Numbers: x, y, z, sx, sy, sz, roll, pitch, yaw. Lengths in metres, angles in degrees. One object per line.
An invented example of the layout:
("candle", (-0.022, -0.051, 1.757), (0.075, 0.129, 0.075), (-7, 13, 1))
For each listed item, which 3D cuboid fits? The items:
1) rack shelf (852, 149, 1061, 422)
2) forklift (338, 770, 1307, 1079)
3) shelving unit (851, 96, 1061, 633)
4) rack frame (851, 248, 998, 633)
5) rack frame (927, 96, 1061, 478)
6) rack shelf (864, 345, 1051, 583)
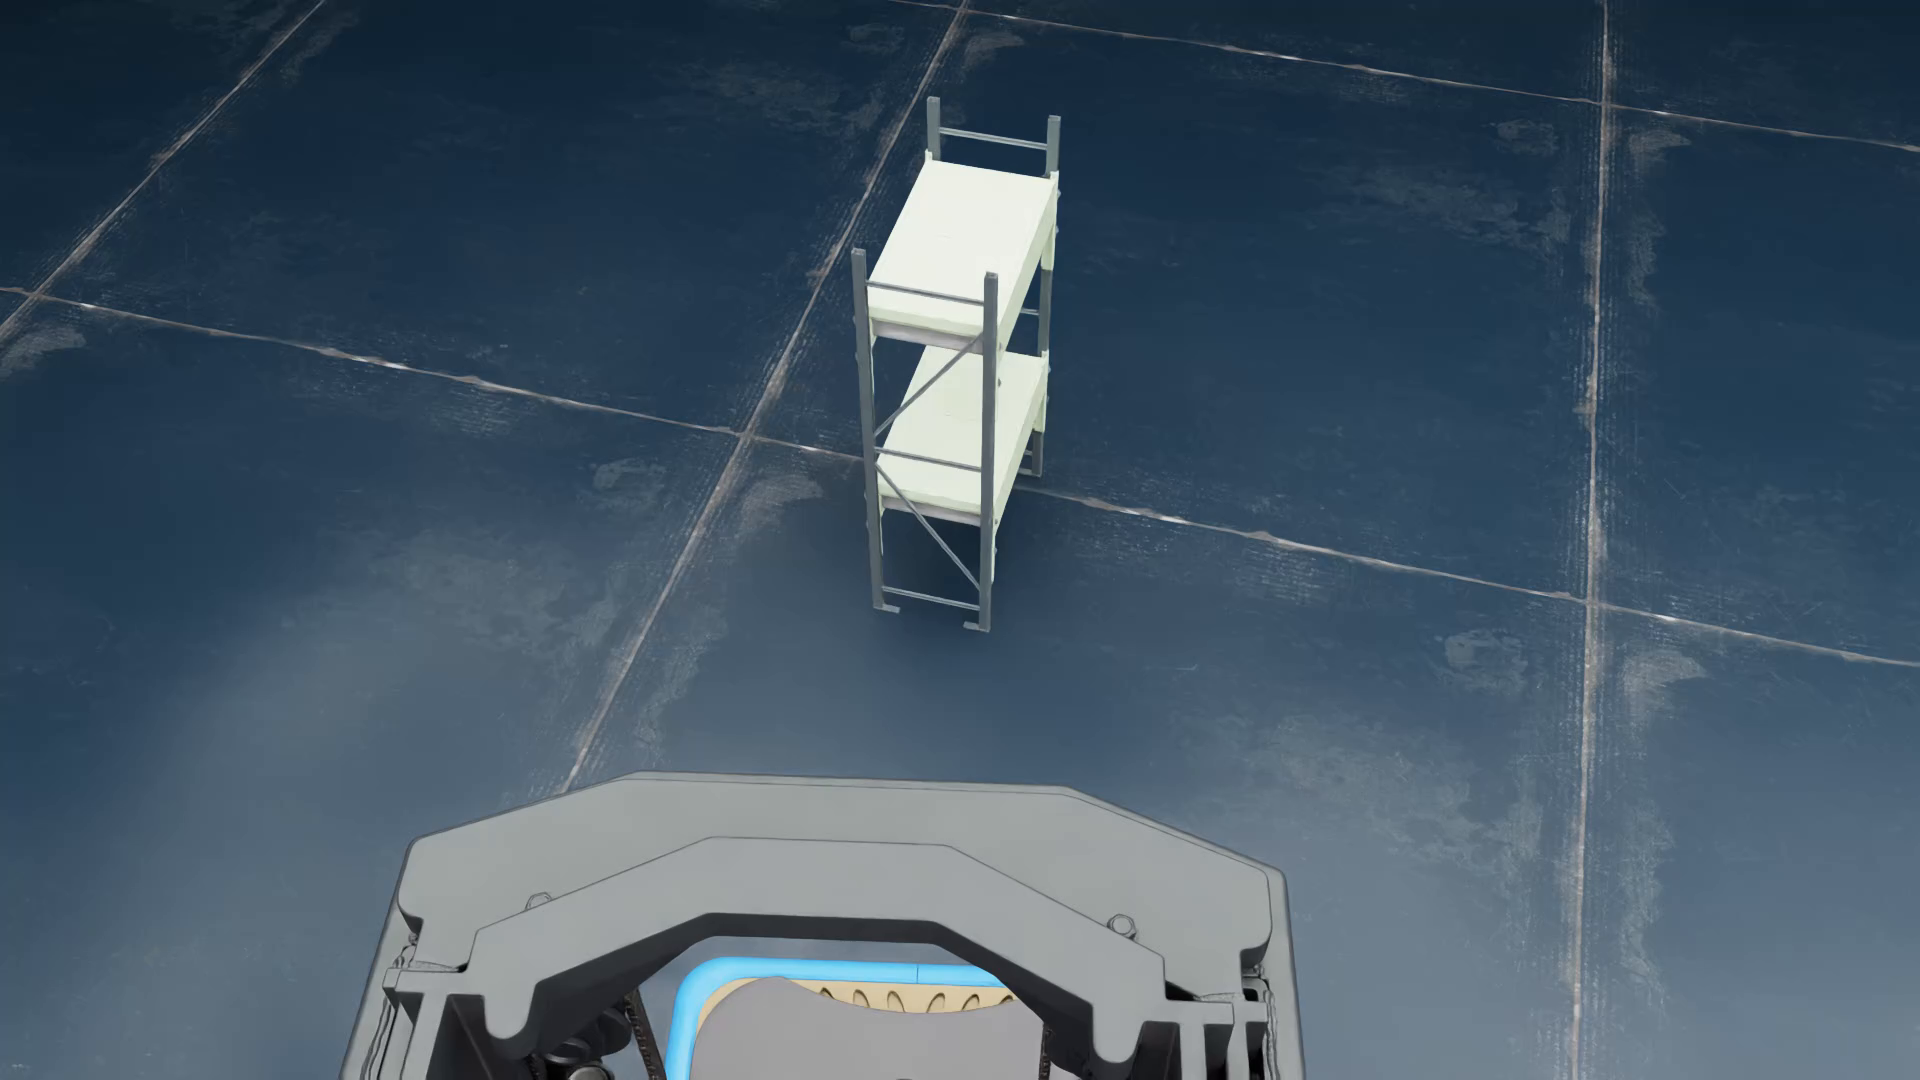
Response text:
("rack shelf", (0.002, -0.759, 4.899), (0.431, 0.370, 0.720), (12, 50, 10))
("forklift", (-0.152, 1.750, 2.251), (1.130, 2.935, 3.031), (2, 49, 2))
("shelving unit", (0.002, -0.501, 5.192), (0.431, 1.500, 0.755), (12, 50, 10))
("rack frame", (-0.095, -0.236, 4.958), (0.400, 1.500, 0.023), (12, 50, 10))
("rack frame", (0.098, -0.766, 5.426), (0.400, 1.500, 0.023), (12, 50, 10))
("rack shelf", (0.002, -0.285, 5.436), (0.431, 0.370, 0.720), (12, 50, 10))
